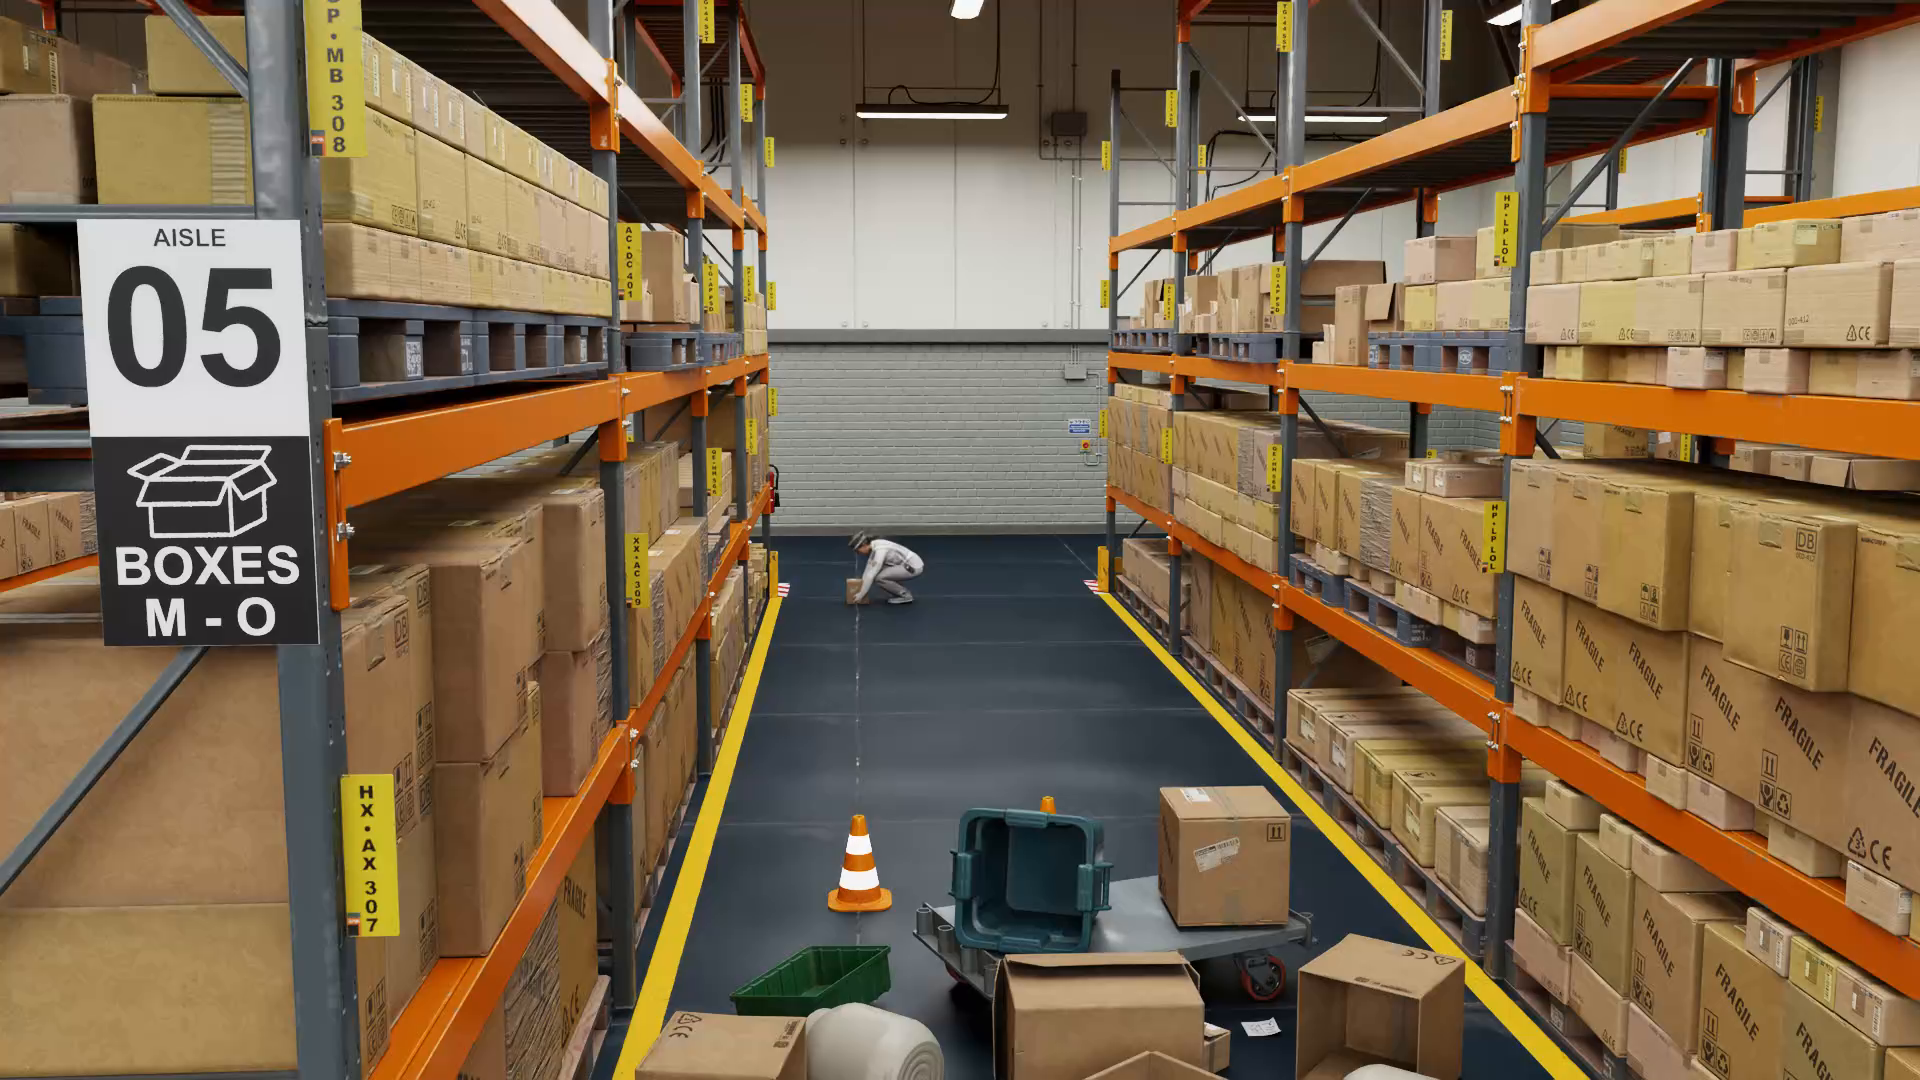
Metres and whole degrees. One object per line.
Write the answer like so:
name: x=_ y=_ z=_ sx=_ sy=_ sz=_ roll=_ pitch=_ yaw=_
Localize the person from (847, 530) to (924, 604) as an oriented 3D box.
person: x=-0.840 y=0.303 z=18.803 sx=0.863 sy=0.849 sz=0.478 roll=0 pitch=7 yaw=-4
